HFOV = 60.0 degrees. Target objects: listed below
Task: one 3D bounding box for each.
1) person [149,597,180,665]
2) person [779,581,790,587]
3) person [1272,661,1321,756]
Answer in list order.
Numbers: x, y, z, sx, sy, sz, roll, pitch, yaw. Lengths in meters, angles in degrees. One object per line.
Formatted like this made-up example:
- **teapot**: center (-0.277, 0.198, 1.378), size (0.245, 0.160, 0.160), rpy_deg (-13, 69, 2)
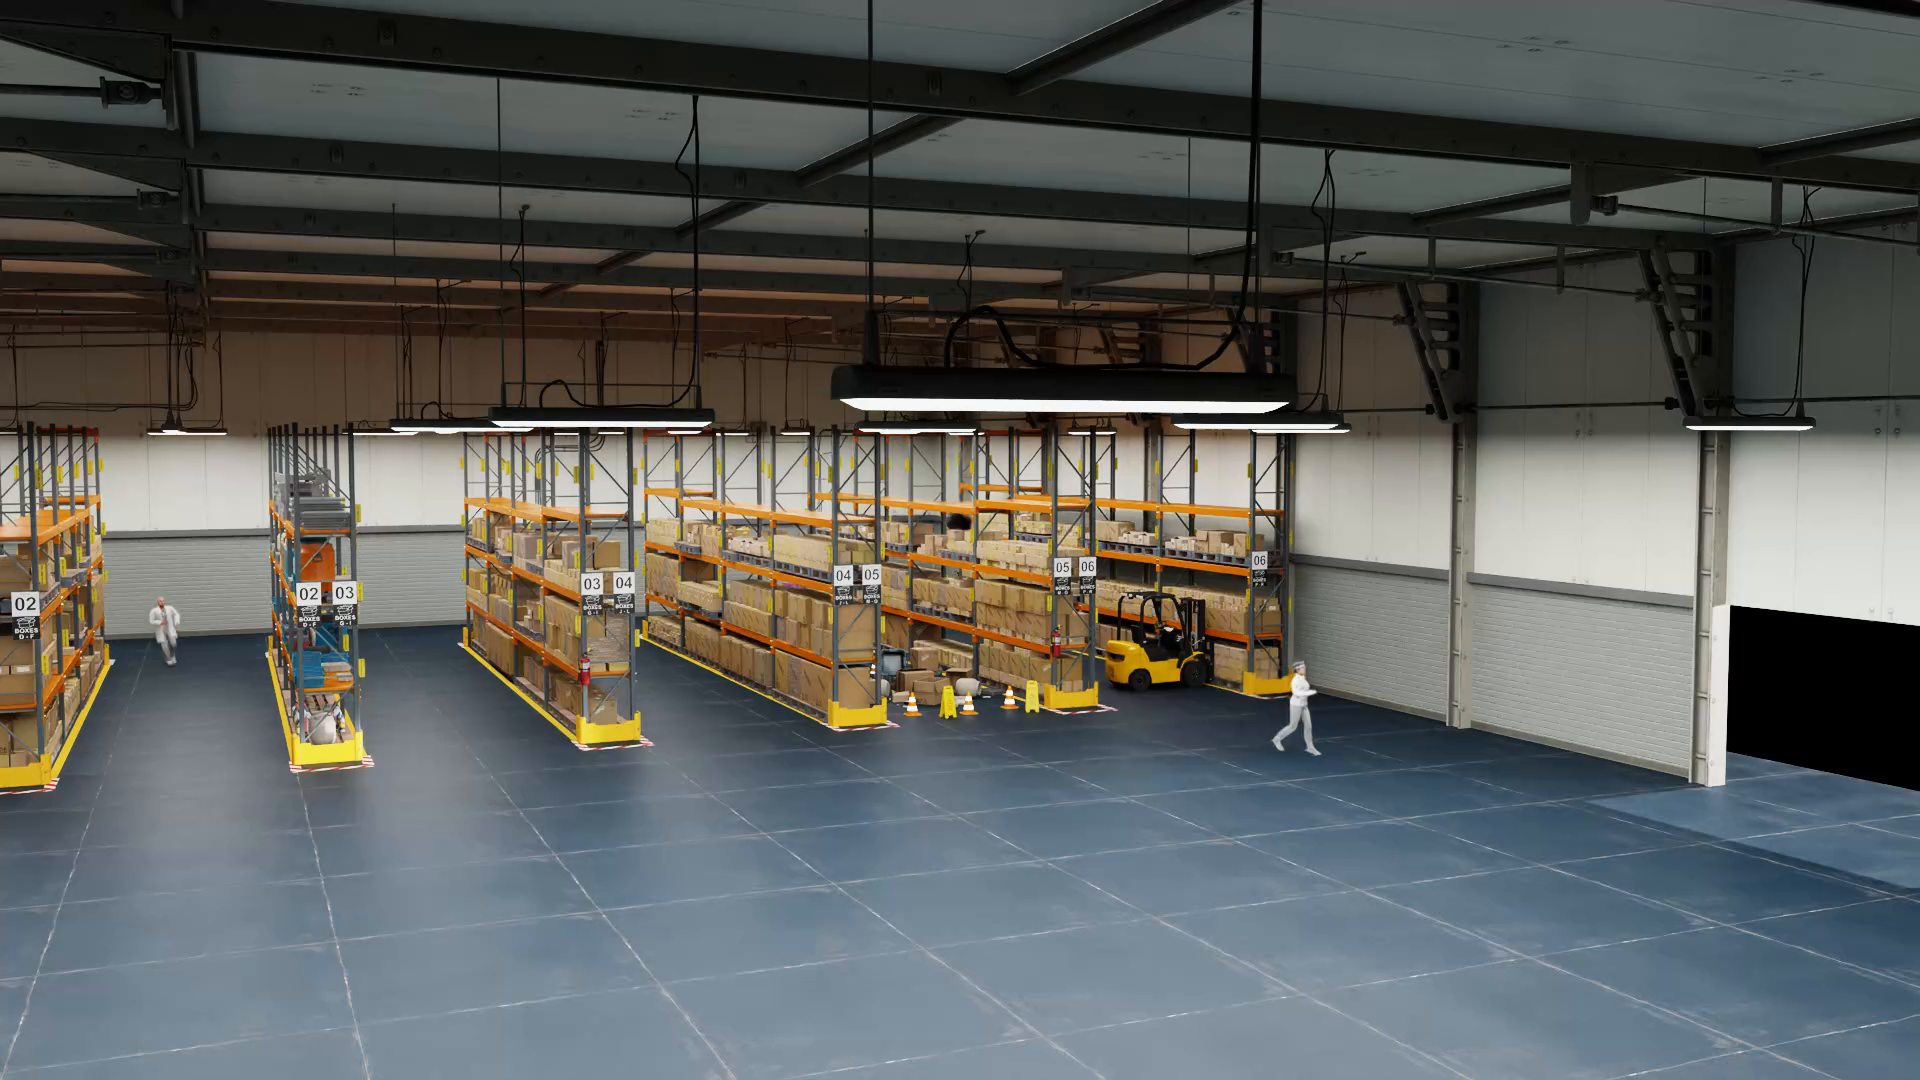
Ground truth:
- **person**: center (-19.982, 2.300, 41.774), size (0.689, 1.728, 0.621), rpy_deg (-2, 4, -30)
- **person**: center (-5.429, 1.763, 50.866), size (0.590, 1.711, 0.721), rpy_deg (-2, 4, -26)
- **person**: center (6.094, 3.016, 30.043), size (0.897, 1.701, 0.638), rpy_deg (2, 4, 30)
